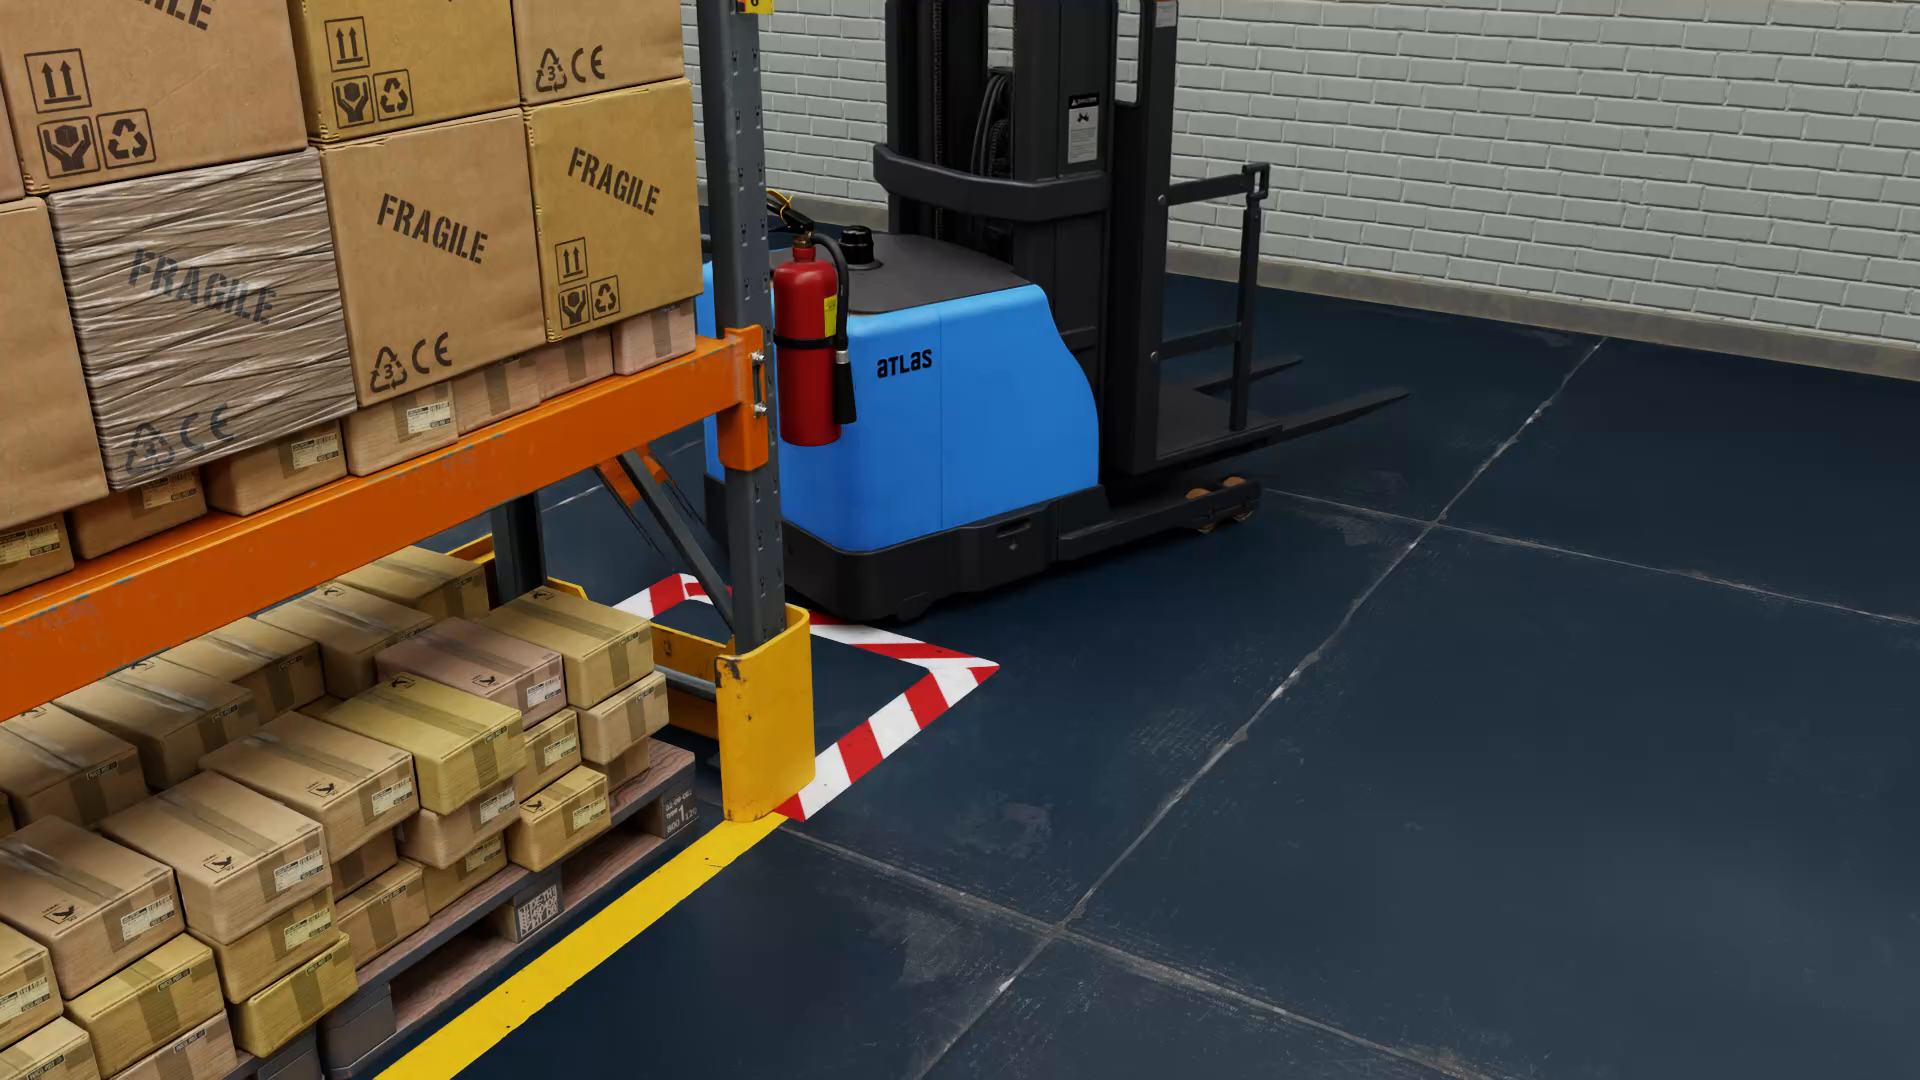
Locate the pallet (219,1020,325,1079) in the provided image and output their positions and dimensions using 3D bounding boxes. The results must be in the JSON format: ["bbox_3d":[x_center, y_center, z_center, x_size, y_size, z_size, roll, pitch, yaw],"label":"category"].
[{"bbox_3d":[-2.074,1.173,3.275,1.003,0.211,1.213,14,27,29],"label":"pallet"}]

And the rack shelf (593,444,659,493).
[{"bbox_3d":[-1.200,-0.295,5.854,0.180,0.103,0.258,-39,35,-12],"label":"rack shelf"}]

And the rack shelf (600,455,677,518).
[{"bbox_3d":[-1.149,-0.210,5.922,0.180,0.103,0.258,-39,35,-12],"label":"rack shelf"}]

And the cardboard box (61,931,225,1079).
[{"bbox_3d":[-1.653,0.844,3.211,0.380,0.149,0.250,15,28,32],"label":"cardboard box"}]

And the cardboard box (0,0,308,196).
[{"bbox_3d":[-1.495,-0.896,2.784,0.500,0.500,0.500,15,28,32],"label":"cardboard box"}]

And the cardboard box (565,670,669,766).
[{"bbox_3d":[-0.967,0.408,4.218,0.380,0.149,0.250,13,27,28],"label":"cardboard box"}]

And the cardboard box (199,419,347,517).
[{"bbox_3d":[-1.424,-0.187,3.223,0.380,0.149,0.250,13,26,27],"label":"cardboard box"}]

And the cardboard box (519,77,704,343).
[{"bbox_3d":[-0.949,-0.786,3.790,0.500,0.500,0.500,14,27,30],"label":"cardboard box"}]

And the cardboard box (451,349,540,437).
[{"bbox_3d":[-1.145,-0.361,3.624,0.380,0.149,0.250,14,27,28],"label":"cardboard box"}]

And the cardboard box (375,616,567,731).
[{"bbox_3d":[-1.176,0.338,4.005,0.380,0.149,0.250,14,27,30],"label":"cardboard box"}]

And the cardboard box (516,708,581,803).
[{"bbox_3d":[-1.151,0.485,4.040,0.380,0.149,0.250,13,27,28],"label":"cardboard box"}]

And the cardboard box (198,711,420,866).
[{"bbox_3d":[-1.395,0.526,3.570,0.380,0.149,0.250,13,26,27],"label":"cardboard box"}]

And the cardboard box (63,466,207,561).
[{"bbox_3d":[-1.617,-0.108,3.041,0.380,0.149,0.250,13,26,27],"label":"cardboard box"}]

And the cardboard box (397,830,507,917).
[{"bbox_3d":[-1.294,0.707,3.901,0.380,0.149,0.250,14,27,29],"label":"cardboard box"}]

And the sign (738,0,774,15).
[{"bbox_3d":[-0.470,-1.363,3.767,0.100,0.325,0.005,14,27,29],"label":"sign"}]

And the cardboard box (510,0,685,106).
[{"bbox_3d":[-0.961,-1.244,3.589,0.500,0.500,0.500,13,27,28],"label":"cardboard box"}]

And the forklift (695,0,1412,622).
[{"bbox_3d":[0.544,-1.525,6.083,3.031,2.935,1.130,-17,28,-34],"label":"forklift"}]

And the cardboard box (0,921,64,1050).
[{"bbox_3d":[-1.837,0.788,2.964,0.380,0.149,0.250,14,27,29],"label":"cardboard box"}]

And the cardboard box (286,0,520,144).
[{"bbox_3d":[-1.228,-1.073,3.194,0.500,0.500,0.500,13,27,27],"label":"cardboard box"}]

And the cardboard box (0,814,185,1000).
[{"bbox_3d":[-1.723,0.694,3.182,0.380,0.149,0.250,13,27,27],"label":"cardboard box"}]

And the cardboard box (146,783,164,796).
[{"bbox_3d":[-1.899,0.538,3.916,0.380,0.149,0.250,15,27,31],"label":"cardboard box"}]

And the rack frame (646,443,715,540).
[{"bbox_3d":[-1.199,-0.468,5.780,0.006,1.200,0.240,-39,35,-12],"label":"rack frame"}]

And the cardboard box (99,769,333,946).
[{"bbox_3d":[-1.490,0.628,3.334,0.380,0.149,0.250,15,28,31],"label":"cardboard box"}]

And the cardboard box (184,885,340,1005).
[{"bbox_3d":[-1.502,0.761,3.402,0.380,0.149,0.250,14,27,30],"label":"cardboard box"}]

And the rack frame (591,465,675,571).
[{"bbox_3d":[-1.339,-0.356,5.742,0.006,1.200,0.240,-39,35,-12],"label":"rack frame"}]

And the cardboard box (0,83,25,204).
[{"bbox_3d":[-1.771,-0.716,2.370,0.500,0.500,0.500,13,27,27],"label":"cardboard box"}]

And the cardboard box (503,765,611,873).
[{"bbox_3d":[-1.081,0.636,4.066,0.380,0.149,0.250,15,27,31],"label":"cardboard box"}]

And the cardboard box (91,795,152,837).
[{"bbox_3d":[-1.959,0.648,3.663,0.380,0.149,0.250,12,26,26],"label":"cardboard box"}]

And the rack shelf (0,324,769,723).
[{"bbox_3d":[-1.986,0.196,2.927,1.077,0.370,4.000,14,27,29],"label":"rack shelf"}]

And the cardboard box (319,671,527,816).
[{"bbox_3d":[-1.205,0.452,3.741,0.380,0.149,0.250,13,27,28],"label":"cardboard box"}]

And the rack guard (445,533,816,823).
[{"bbox_3d":[-0.971,0.364,4.781,1.175,0.500,0.348,14,27,29],"label":"rack guard"}]

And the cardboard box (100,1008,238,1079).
[{"bbox_3d":[-1.655,0.980,3.270,0.380,0.149,0.250,14,27,30],"label":"cardboard box"}]

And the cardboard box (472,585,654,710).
[{"bbox_3d":[-0.995,0.265,4.173,0.380,0.149,0.250,14,27,30],"label":"cardboard box"}]

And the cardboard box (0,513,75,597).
[{"bbox_3d":[-1.743,-0.015,2.826,0.380,0.149,0.250,14,27,30],"label":"cardboard box"}]

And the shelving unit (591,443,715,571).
[{"bbox_3d":[-1.269,-0.412,5.761,0.189,1.200,0.258,-39,35,-12],"label":"shelving unit"}]

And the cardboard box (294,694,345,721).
[{"bbox_3d":[-1.672,0.475,4.063,0.380,0.149,0.250,14,27,30],"label":"cardboard box"}]

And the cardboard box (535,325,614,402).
[{"bbox_3d":[-1.026,-0.449,3.827,0.380,0.149,0.250,14,27,29],"label":"cardboard box"}]

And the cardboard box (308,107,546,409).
[{"bbox_3d":[-1.226,-0.613,3.391,0.500,0.500,0.500,13,27,28],"label":"cardboard box"}]

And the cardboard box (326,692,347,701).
[{"bbox_3d":[-1.618,0.373,4.297,0.380,0.149,0.250,14,27,29],"label":"cardboard box"}]

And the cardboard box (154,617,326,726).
[{"bbox_3d":[-1.781,0.315,4.057,0.380,0.149,0.250,14,27,29],"label":"cardboard box"}]

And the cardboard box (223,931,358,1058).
[{"bbox_3d":[-1.494,0.892,3.473,0.380,0.149,0.250,13,26,27],"label":"cardboard box"}]

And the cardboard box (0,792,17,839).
[{"bbox_3d":[-2.173,0.587,3.429,0.380,0.149,0.250,14,27,30],"label":"cardboard box"}]

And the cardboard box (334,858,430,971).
[{"bbox_3d":[-1.413,0.793,3.703,0.380,0.149,0.250,14,27,29],"label":"cardboard box"}]

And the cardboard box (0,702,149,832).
[{"bbox_3d":[-1.996,0.508,3.612,0.380,0.149,0.250,15,28,31],"label":"cardboard box"}]

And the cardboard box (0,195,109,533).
[{"bbox_3d":[-1.757,-0.274,2.607,0.500,0.500,0.500,15,28,32],"label":"cardboard box"}]

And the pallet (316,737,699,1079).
[{"bbox_3d":[-1.430,0.763,4.222,1.003,0.211,1.213,14,27,29],"label":"pallet"}]

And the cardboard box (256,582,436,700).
[{"bbox_3d":[-1.539,0.257,4.191,0.380,0.149,0.250,14,27,30],"label":"cardboard box"}]

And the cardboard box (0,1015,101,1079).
[{"bbox_3d":[-1.775,0.942,2.983,0.380,0.149,0.250,14,27,29],"label":"cardboard box"}]

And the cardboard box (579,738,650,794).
[{"bbox_3d":[-1.032,0.528,4.315,0.380,0.149,0.250,14,27,30],"label":"cardboard box"}]

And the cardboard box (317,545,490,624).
[{"bbox_3d":[-1.496,0.139,4.464,0.380,0.149,0.250,13,26,27],"label":"cardboard box"}]

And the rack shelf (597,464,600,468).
[{"bbox_3d":[-1.250,-0.380,5.786,0.180,0.103,0.258,-39,35,-12],"label":"rack shelf"}]

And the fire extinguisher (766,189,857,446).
[{"bbox_3d":[-0.406,-0.591,4.406,0.296,0.674,0.183,14,27,29],"label":"fire extinguisher"}]

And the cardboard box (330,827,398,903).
[{"bbox_3d":[-1.469,0.653,3.652,0.380,0.149,0.250,14,27,28],"label":"cardboard box"}]

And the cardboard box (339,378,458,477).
[{"bbox_3d":[-1.260,-0.270,3.414,0.380,0.149,0.250,15,27,30],"label":"cardboard box"}]

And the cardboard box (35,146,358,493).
[{"bbox_3d":[-1.485,-0.440,2.991,0.500,0.500,0.500,14,27,29],"label":"cardboard box"}]

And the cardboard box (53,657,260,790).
[{"bbox_3d":[-1.842,0.416,3.823,0.380,0.149,0.250,12,26,26],"label":"cardboard box"}]

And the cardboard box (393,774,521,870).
[{"bbox_3d":[-1.240,0.584,3.812,0.380,0.149,0.250,13,26,27],"label":"cardboard box"}]

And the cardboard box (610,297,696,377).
[{"bbox_3d":[-0.863,-0.525,4.003,0.380,0.149,0.250,14,27,29],"label":"cardboard box"}]

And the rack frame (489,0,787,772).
[{"bbox_3d":[-0.931,-0.809,4.344,1.000,3.000,0.127,14,27,29],"label":"rack frame"}]
